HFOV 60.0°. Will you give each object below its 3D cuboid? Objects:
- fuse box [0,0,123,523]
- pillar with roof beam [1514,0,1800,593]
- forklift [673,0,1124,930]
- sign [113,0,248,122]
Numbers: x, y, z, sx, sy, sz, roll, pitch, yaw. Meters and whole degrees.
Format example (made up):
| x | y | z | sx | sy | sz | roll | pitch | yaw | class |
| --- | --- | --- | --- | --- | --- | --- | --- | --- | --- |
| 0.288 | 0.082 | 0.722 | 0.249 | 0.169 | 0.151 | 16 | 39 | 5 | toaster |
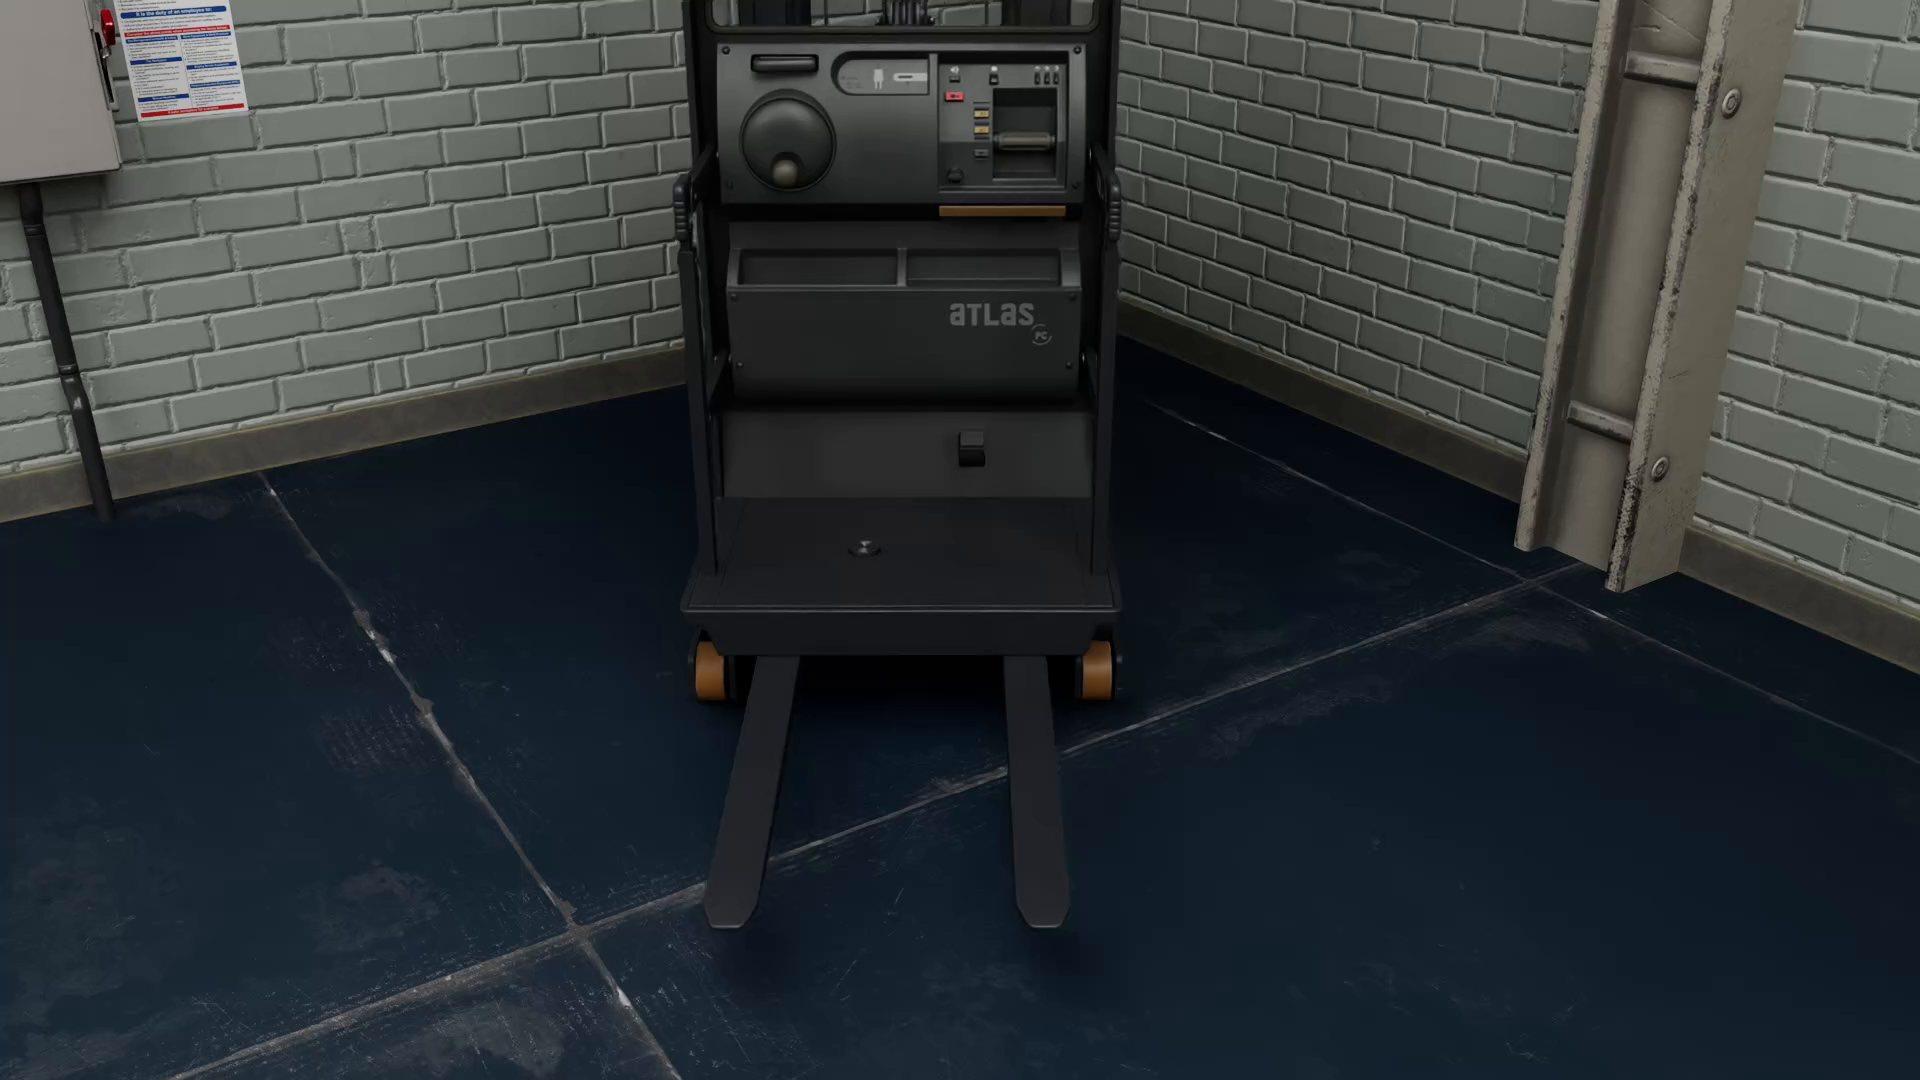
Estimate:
| x | y | z | sx | sy | sz | roll | pitch | yaw | class |
| --- | --- | --- | --- | --- | --- | --- | --- | --- | --- |
| -2.729 | -0.839 | 5.022 | 0.539 | 1.711 | 0.414 | -16 | 29 | -30 | fuse box |
| -1.638 | -3.015 | 1.095 | 9.100 | 9.000 | 0.400 | -16 | 29 | -30 | pillar with roof beam |
| -0.144 | -1.032 | 4.003 | 1.130 | 2.935 | 3.031 | 0 | 25 | 0 | forklift |
| -2.429 | -1.567 | 5.168 | 0.329 | 0.494 | 0.001 | -16 | 29 | -30 | sign |
